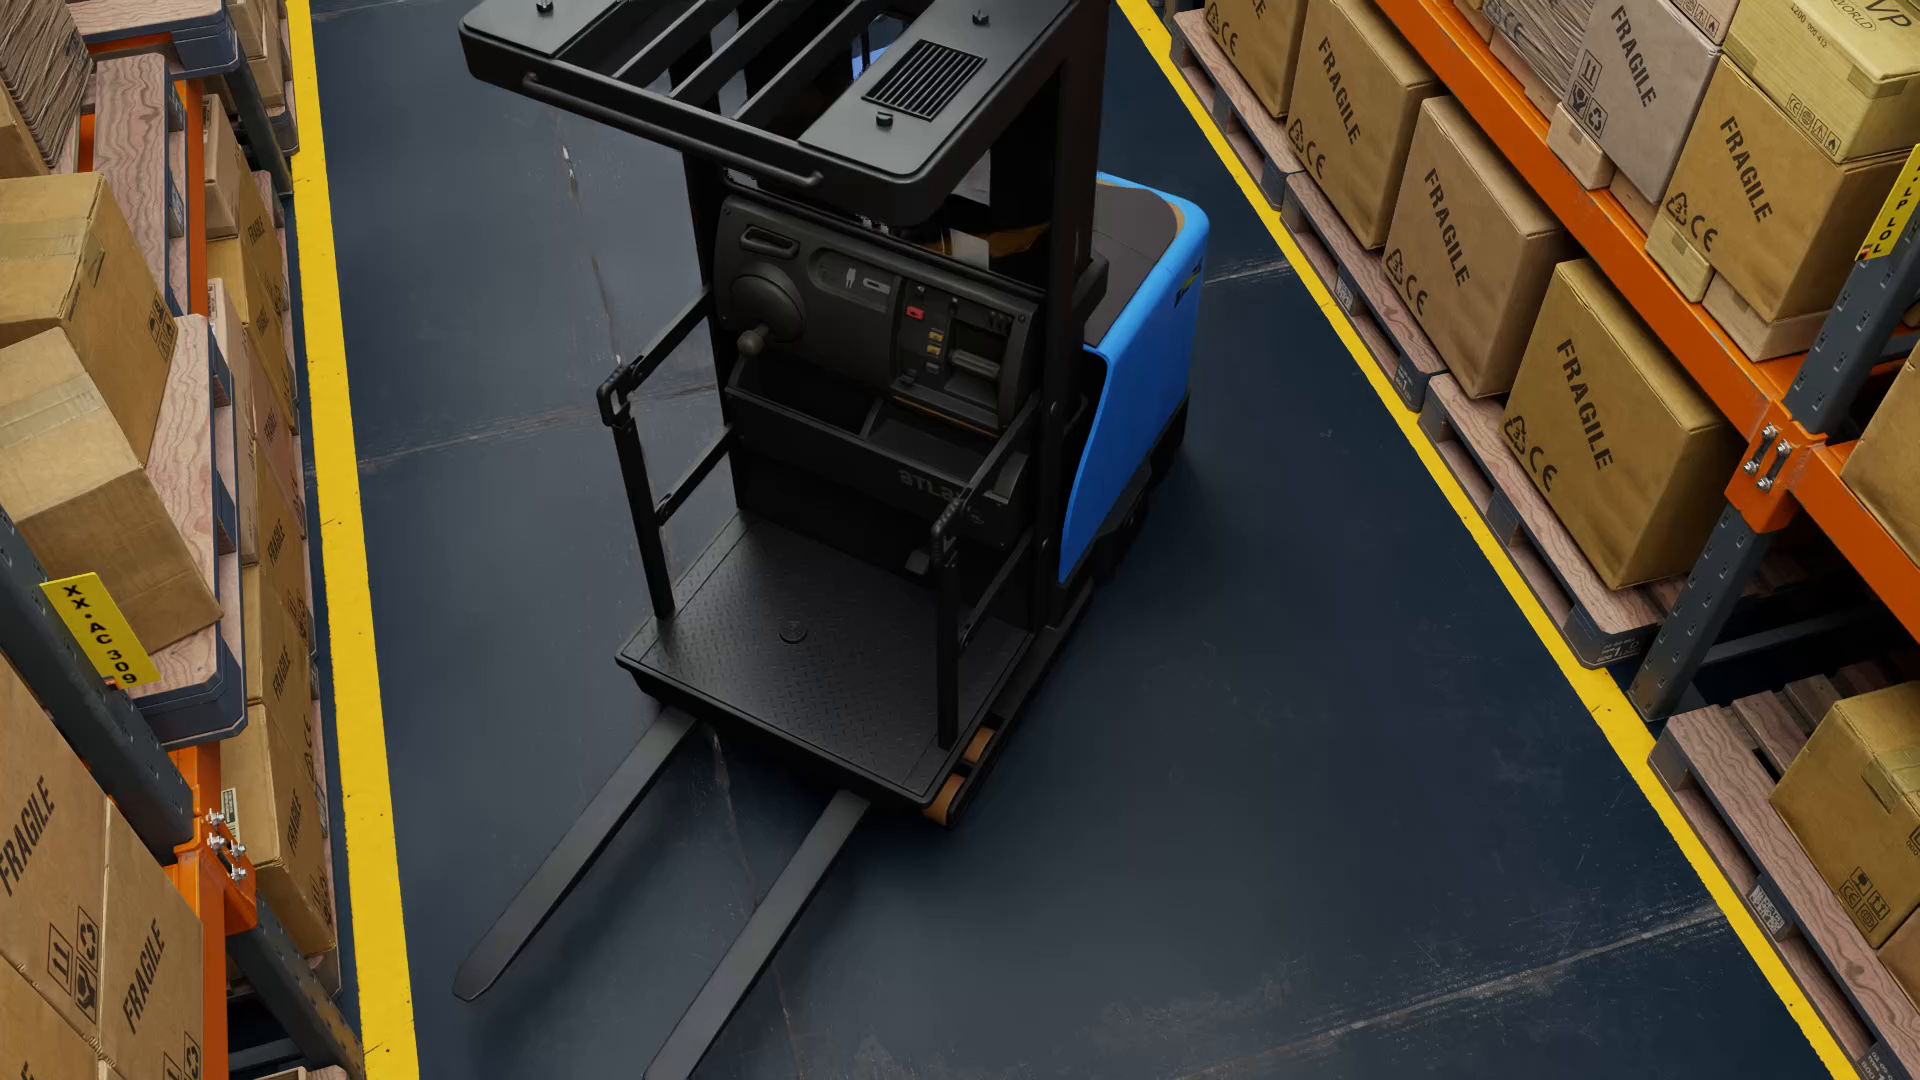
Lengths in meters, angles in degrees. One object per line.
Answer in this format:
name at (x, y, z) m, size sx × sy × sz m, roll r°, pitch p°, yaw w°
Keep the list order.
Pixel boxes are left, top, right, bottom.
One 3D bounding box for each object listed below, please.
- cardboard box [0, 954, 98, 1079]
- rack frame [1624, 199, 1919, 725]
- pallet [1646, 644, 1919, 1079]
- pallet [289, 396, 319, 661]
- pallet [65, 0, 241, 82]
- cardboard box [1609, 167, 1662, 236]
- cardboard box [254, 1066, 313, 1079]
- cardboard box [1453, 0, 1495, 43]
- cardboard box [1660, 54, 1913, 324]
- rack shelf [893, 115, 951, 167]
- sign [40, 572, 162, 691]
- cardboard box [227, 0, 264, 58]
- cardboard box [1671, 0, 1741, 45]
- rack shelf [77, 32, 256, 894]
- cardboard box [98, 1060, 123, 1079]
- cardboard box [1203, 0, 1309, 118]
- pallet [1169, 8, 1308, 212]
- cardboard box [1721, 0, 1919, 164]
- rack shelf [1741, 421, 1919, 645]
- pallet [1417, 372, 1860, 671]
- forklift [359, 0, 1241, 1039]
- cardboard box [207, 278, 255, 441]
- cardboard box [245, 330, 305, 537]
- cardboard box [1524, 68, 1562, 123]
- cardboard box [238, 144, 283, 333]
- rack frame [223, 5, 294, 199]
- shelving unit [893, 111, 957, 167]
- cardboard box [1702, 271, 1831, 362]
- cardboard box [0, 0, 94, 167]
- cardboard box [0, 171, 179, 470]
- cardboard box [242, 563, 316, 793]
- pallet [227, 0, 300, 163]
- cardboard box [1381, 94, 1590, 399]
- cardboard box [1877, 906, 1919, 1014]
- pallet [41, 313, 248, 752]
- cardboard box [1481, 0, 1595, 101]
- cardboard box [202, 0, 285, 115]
cardboard box at (-1.553, 0.912, 2.300) m, size 0.500 × 0.500 × 0.500 m, roll -14°, pitch 51°, yaw -12°
rack frame at (2.628, -0.541, 4.244) m, size 1.000 × 3.000 × 0.127 m, roll -13°, pitch 51°, yaw -11°
pallet at (2.778, 0.931, 4.827) m, size 1.003 × 0.211 × 1.213 m, roll -13°, pitch 51°, yaw -11°
pallet at (-2.745, 0.002, 5.610) m, size 1.003 × 0.211 × 1.213 m, roll -13°, pitch 51°, yaw -11°
pallet at (-3.019, -1.799, 5.430) m, size 1.213 × 0.211 × 1.003 m, roll -13°, pitch 51°, yaw -11°
cardboard box at (2.126, -1.028, 4.806) m, size 0.380 × 0.149 × 0.250 m, roll -12°, pitch 51°, yaw -10°
cardboard box at (-1.664, 1.598, 3.788) m, size 0.500 × 0.500 × 0.500 m, roll -13°, pitch 51°, yaw -11°
cardboard box at (1.856, -1.784, 5.443) m, size 0.380 × 0.149 × 0.250 m, roll -12°, pitch 51°, yaw -10°
cardboard box at (2.250, -0.956, 4.321) m, size 0.500 × 0.500 × 0.500 m, roll -14°, pitch 51°, yaw -12°
rack shelf at (-0.103, -1.547, 6.308) m, size 0.538 × 0.185 × 1.000 m, roll -27°, pitch 55°, yaw -21°
sign at (-1.587, 0.175, 3.075) m, size 0.100 × 0.325 × 0.005 m, roll -13°, pitch 51°, yaw -11°
cardboard box at (-3.161, -2.218, 6.815) m, size 0.500 × 0.311 × 0.500 m, roll -12°, pitch 51°, yaw -10°
cardboard box at (2.103, -1.576, 4.353) m, size 0.500 × 0.250 × 0.500 m, roll -12°, pitch 51°, yaw -10°
rack shelf at (-2.695, -0.647, 4.804) m, size 1.077 × 0.370 × 4.000 m, roll -13°, pitch 51°, yaw -11°
cardboard box at (-1.557, 1.233, 2.683) m, size 0.500 × 0.500 × 0.500 m, roll -12°, pitch 51°, yaw -10°
cardboard box at (1.537, -2.338, 6.891) m, size 0.750 × 0.750 × 0.750 m, roll -14°, pitch 51°, yaw -11°
pallet at (1.606, -1.971, 7.273) m, size 1.003 × 0.211 × 1.213 m, roll -13°, pitch 51°, yaw -11°
cardboard box at (2.245, -1.200, 4.037) m, size 0.500 × 0.250 × 0.500 m, roll -12°, pitch 51°, yaw -10°
rack shelf at (3.219, 1.152, 3.288) m, size 1.077 × 0.370 × 4.000 m, roll -13°, pitch 51°, yaw -11°
pallet at (2.327, -0.189, 5.771) m, size 1.003 × 0.211 × 1.213 m, roll -13°, pitch 51°, yaw -11°
forklift at (-0.447, -0.543, 4.290) m, size 1.130 × 2.935 × 3.031 m, roll 33°, pitch 57°, yaw 24°
cardboard box at (-2.458, -0.501, 5.067) m, size 0.500 × 0.250 × 0.500 m, roll -14°, pitch 51°, yaw -12°
cardboard box at (-2.472, -0.286, 5.376) m, size 0.500 × 0.500 × 0.500 m, roll -15°, pitch 52°, yaw -12°
cardboard box at (1.983, -1.401, 5.120) m, size 0.380 × 0.149 × 0.250 m, roll -13°, pitch 51°, yaw -11°
cardboard box at (-2.786, -1.046, 6.017) m, size 0.500 × 0.500 × 0.500 m, roll -12°, pitch 51°, yaw -10°
rack frame at (-3.286, -2.340, 5.760) m, size 1.000 × 3.000 × 0.127 m, roll -13°, pitch 51°, yaw -11°
shelving unit at (-0.103, -1.663, 6.171) m, size 0.538 × 1.500 × 1.048 m, roll -27°, pitch 55°, yaw -21°
cardboard box at (2.257, -0.649, 4.487) m, size 0.380 × 0.149 × 0.250 m, roll -13°, pitch 51°, yaw -11°
cardboard box at (-2.904, -1.362, 4.596) m, size 0.700 × 0.500 × 0.500 m, roll -5°, pitch 50°, yaw -4°
cardboard box at (-2.294, -0.470, 3.844) m, size 0.700 × 0.500 × 0.500 m, roll -6°, pitch 50°, yaw -5°
cardboard box at (-2.182, 0.450, 4.756) m, size 0.500 × 0.500 × 0.500 m, roll -13°, pitch 51°, yaw -10°
pallet at (-3.493, -2.051, 7.341) m, size 1.003 × 0.211 × 1.213 m, roll -13°, pitch 51°, yaw -11°
cardboard box at (2.045, -1.077, 5.828) m, size 0.750 × 0.750 × 0.750 m, roll -12°, pitch 51°, yaw -10°
cardboard box at (2.896, 1.066, 4.249) m, size 0.700 × 0.500 × 0.500 m, roll -14°, pitch 51°, yaw -11°
pallet at (-2.236, 0.035, 3.884) m, size 1.003 × 0.211 × 1.213 m, roll -13°, pitch 51°, yaw -11°
cardboard box at (1.949, -1.695, 4.944) m, size 0.500 × 0.500 × 0.500 m, roll -13°, pitch 51°, yaw -11°
cardboard box at (-3.161, -2.038, 7.030) m, size 0.500 × 0.250 × 0.500 m, roll -13°, pitch 51°, yaw -11°
